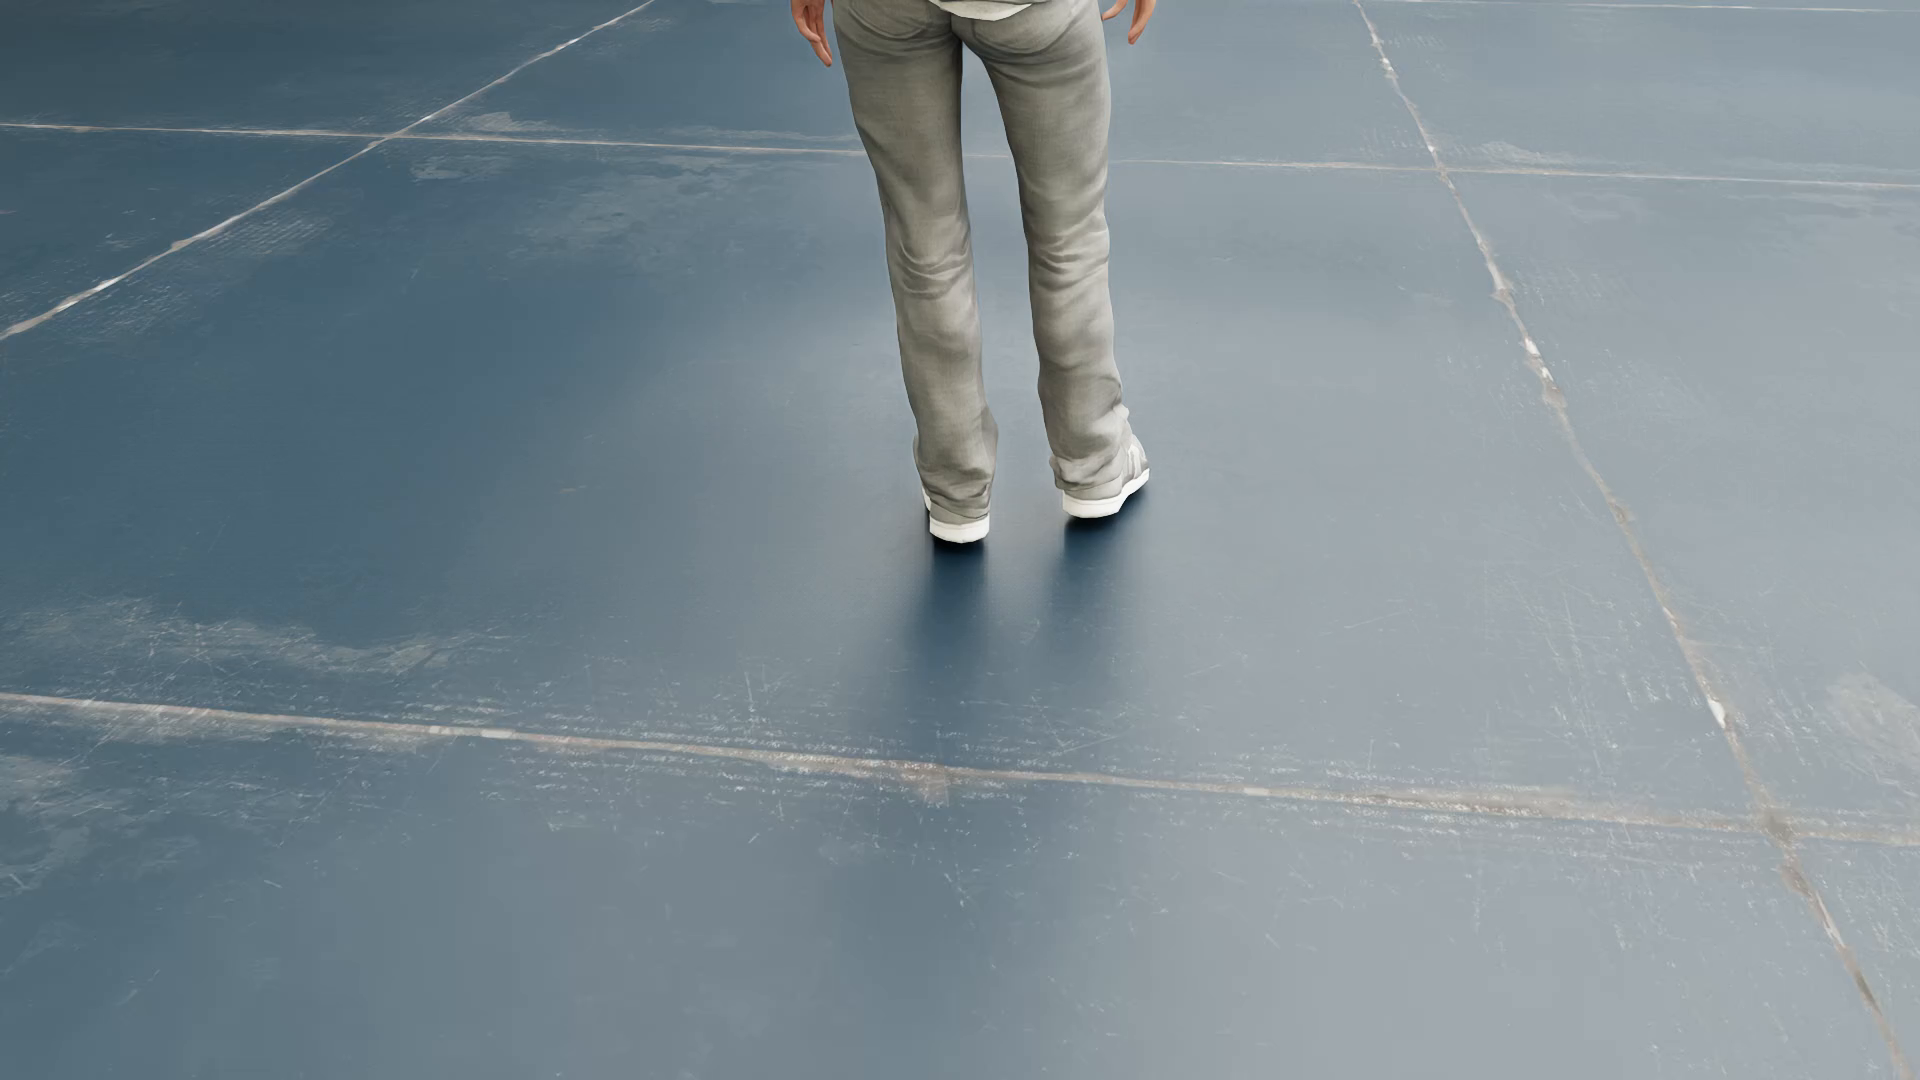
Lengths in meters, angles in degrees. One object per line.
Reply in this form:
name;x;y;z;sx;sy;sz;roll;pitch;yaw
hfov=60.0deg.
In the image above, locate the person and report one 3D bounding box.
person;0.024;-0.753;2.204;0.520;1.597;0.475;3;27;7
